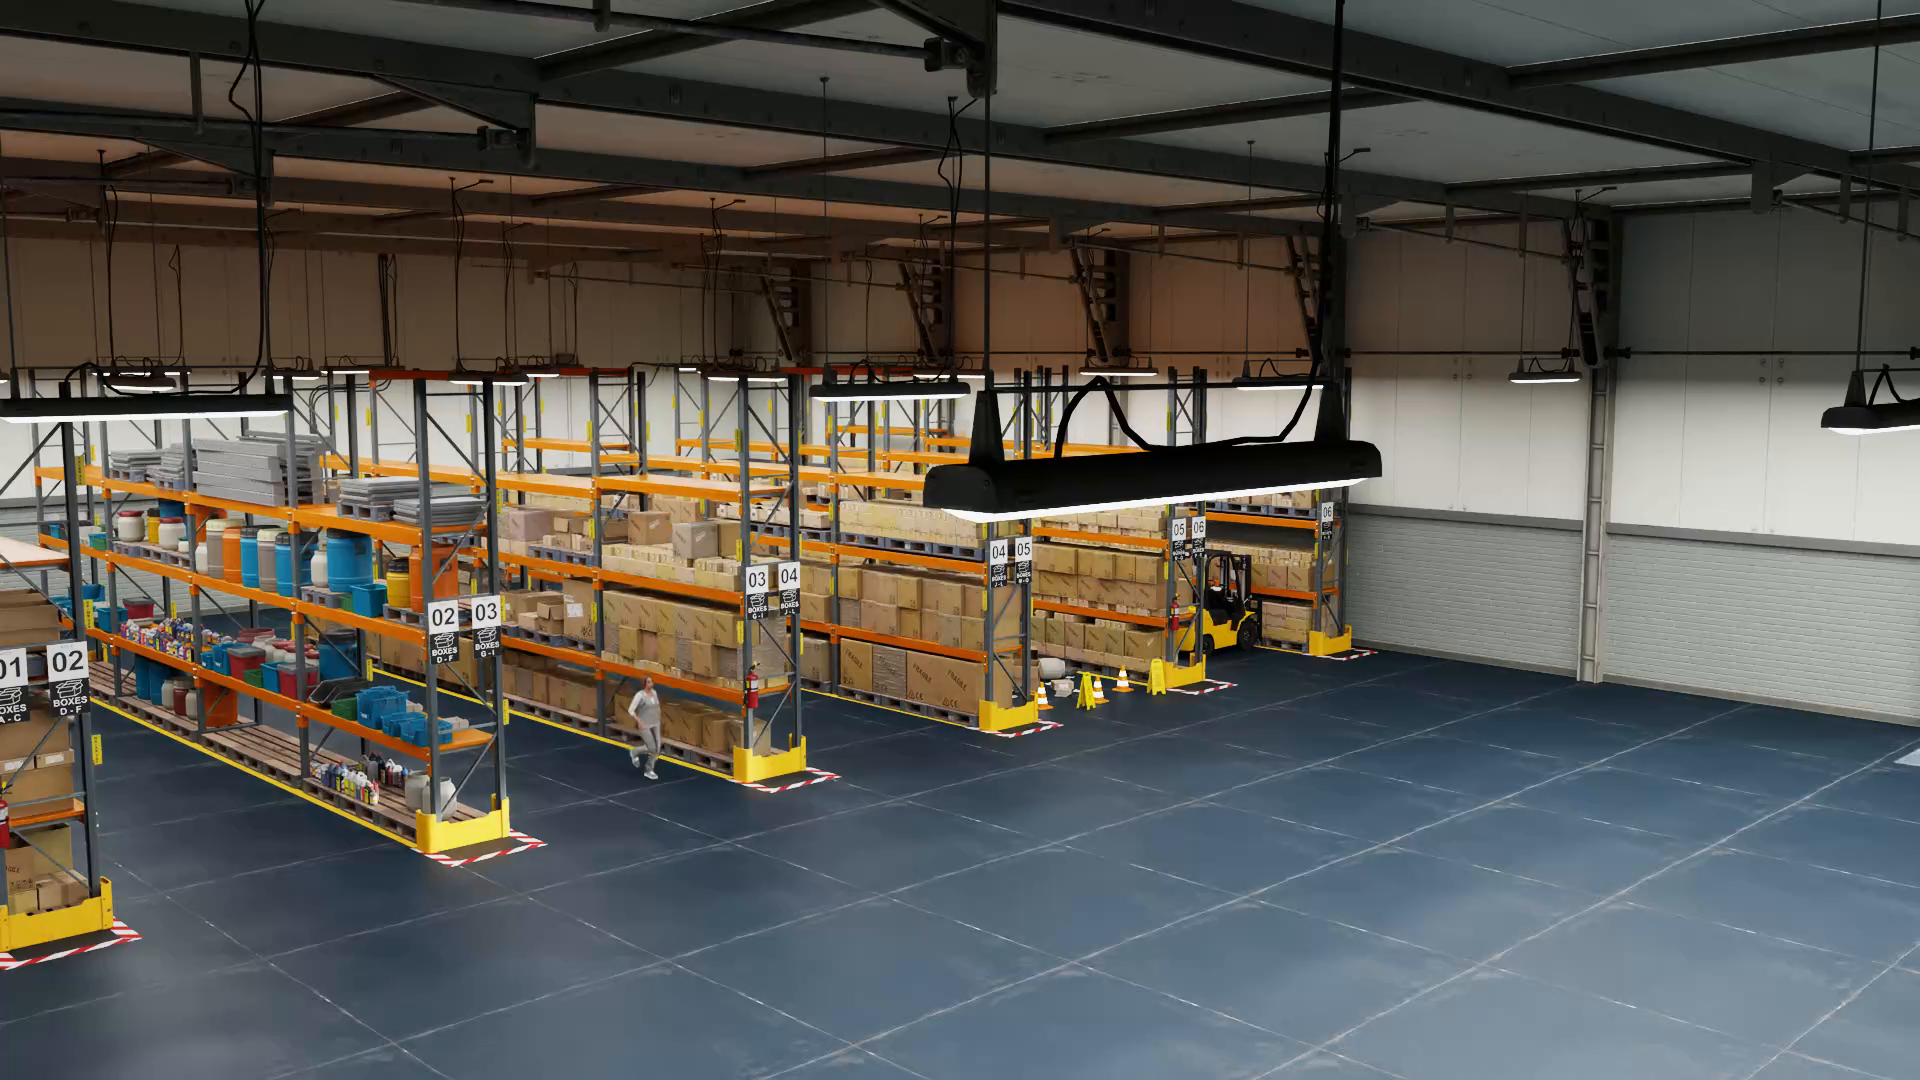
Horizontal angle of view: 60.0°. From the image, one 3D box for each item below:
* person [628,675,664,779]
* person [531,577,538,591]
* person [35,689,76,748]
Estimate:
[{"bbox_3d":[-4.670,2.775,24.789,0.548,1.557,0.538,5,8,39],"label":"person"},{"bbox_3d":[-10.598,0.877,41.154,0.647,1.714,0.804,1,7,8],"label":"person"},{"bbox_3d":[-14.125,2.514,25.970,0.731,1.750,0.655,6,9,42],"label":"person"}]
